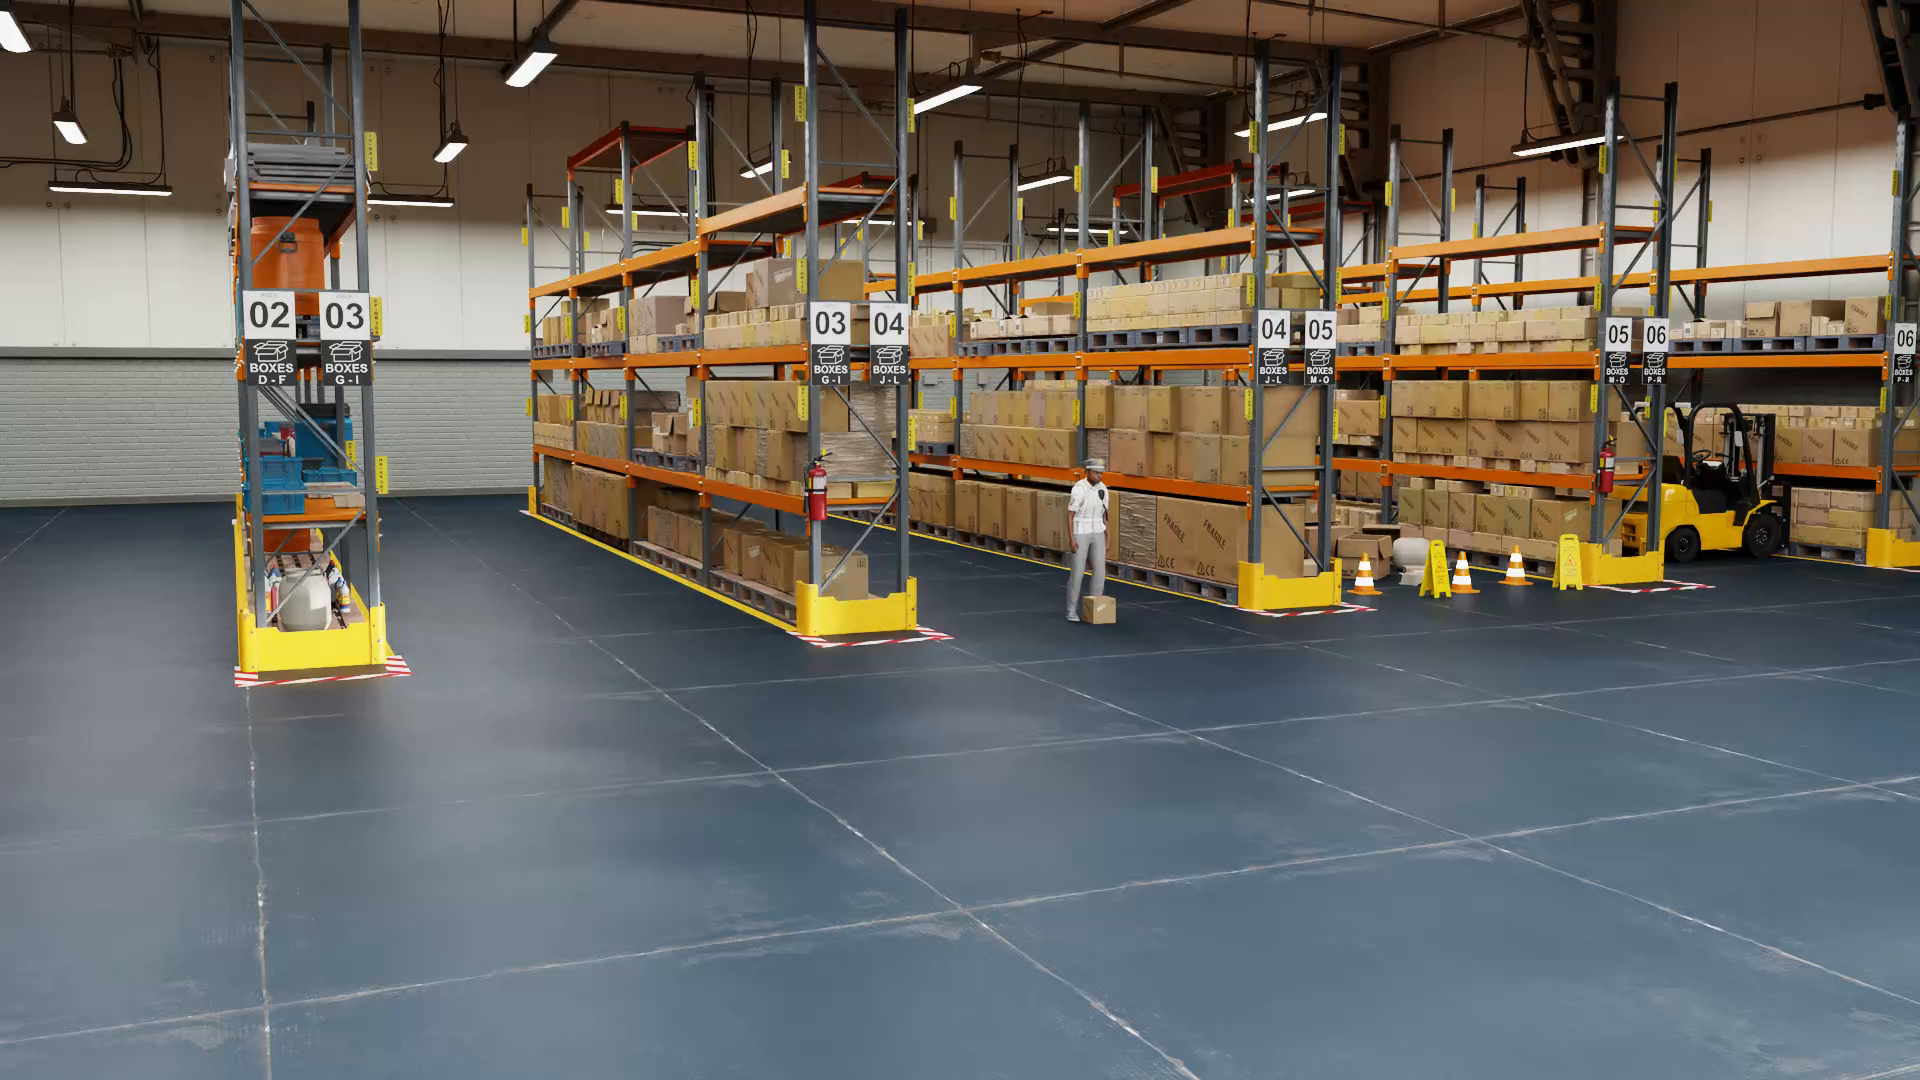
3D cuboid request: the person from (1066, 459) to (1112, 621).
[{"bbox_3d":[1.324,-0.010,17.091,0.532,1.664,0.421,-3,6,-27],"label":"person"}]
